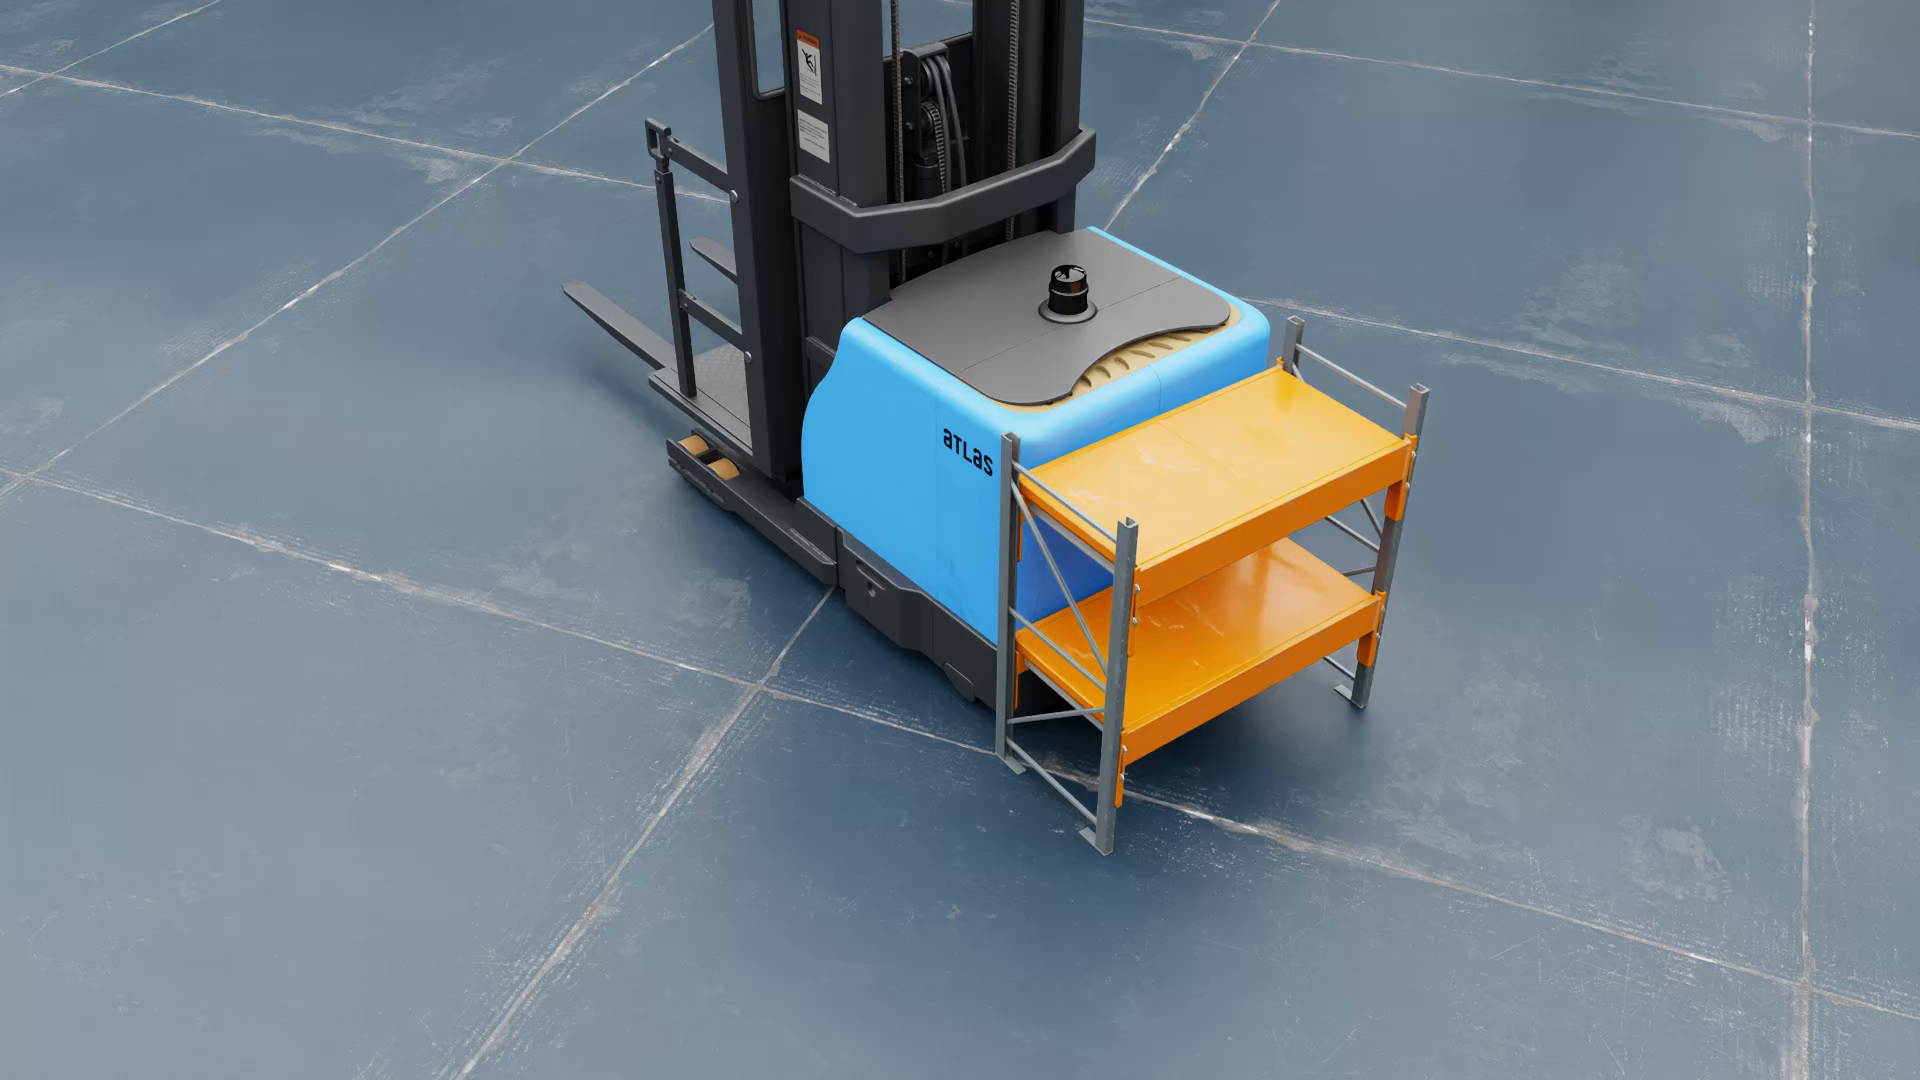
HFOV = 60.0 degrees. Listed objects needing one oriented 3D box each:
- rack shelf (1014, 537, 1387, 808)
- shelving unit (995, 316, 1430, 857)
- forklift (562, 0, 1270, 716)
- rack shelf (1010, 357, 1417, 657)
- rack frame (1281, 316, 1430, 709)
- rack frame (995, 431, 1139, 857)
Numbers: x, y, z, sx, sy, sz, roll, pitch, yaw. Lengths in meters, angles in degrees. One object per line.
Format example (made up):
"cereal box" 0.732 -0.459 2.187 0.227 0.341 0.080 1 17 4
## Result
"rack shelf" 0.674 0.313 4.800 1.000 0.278 0.538 -24 43 -28
"shelving unit" 0.674 0.117 4.653 1.048 1.125 0.538 -24 43 -28
"forklift" -0.402 -1.465 5.262 1.130 2.935 3.031 -26 44 -31
"rack shelf" 0.674 -0.117 4.478 1.000 0.278 0.538 -24 43 -28
"rack frame" 1.085 -0.062 4.893 0.032 1.125 0.500 -24 43 -28
"rack frame" 0.263 0.297 4.414 0.032 1.125 0.500 -24 43 -28
